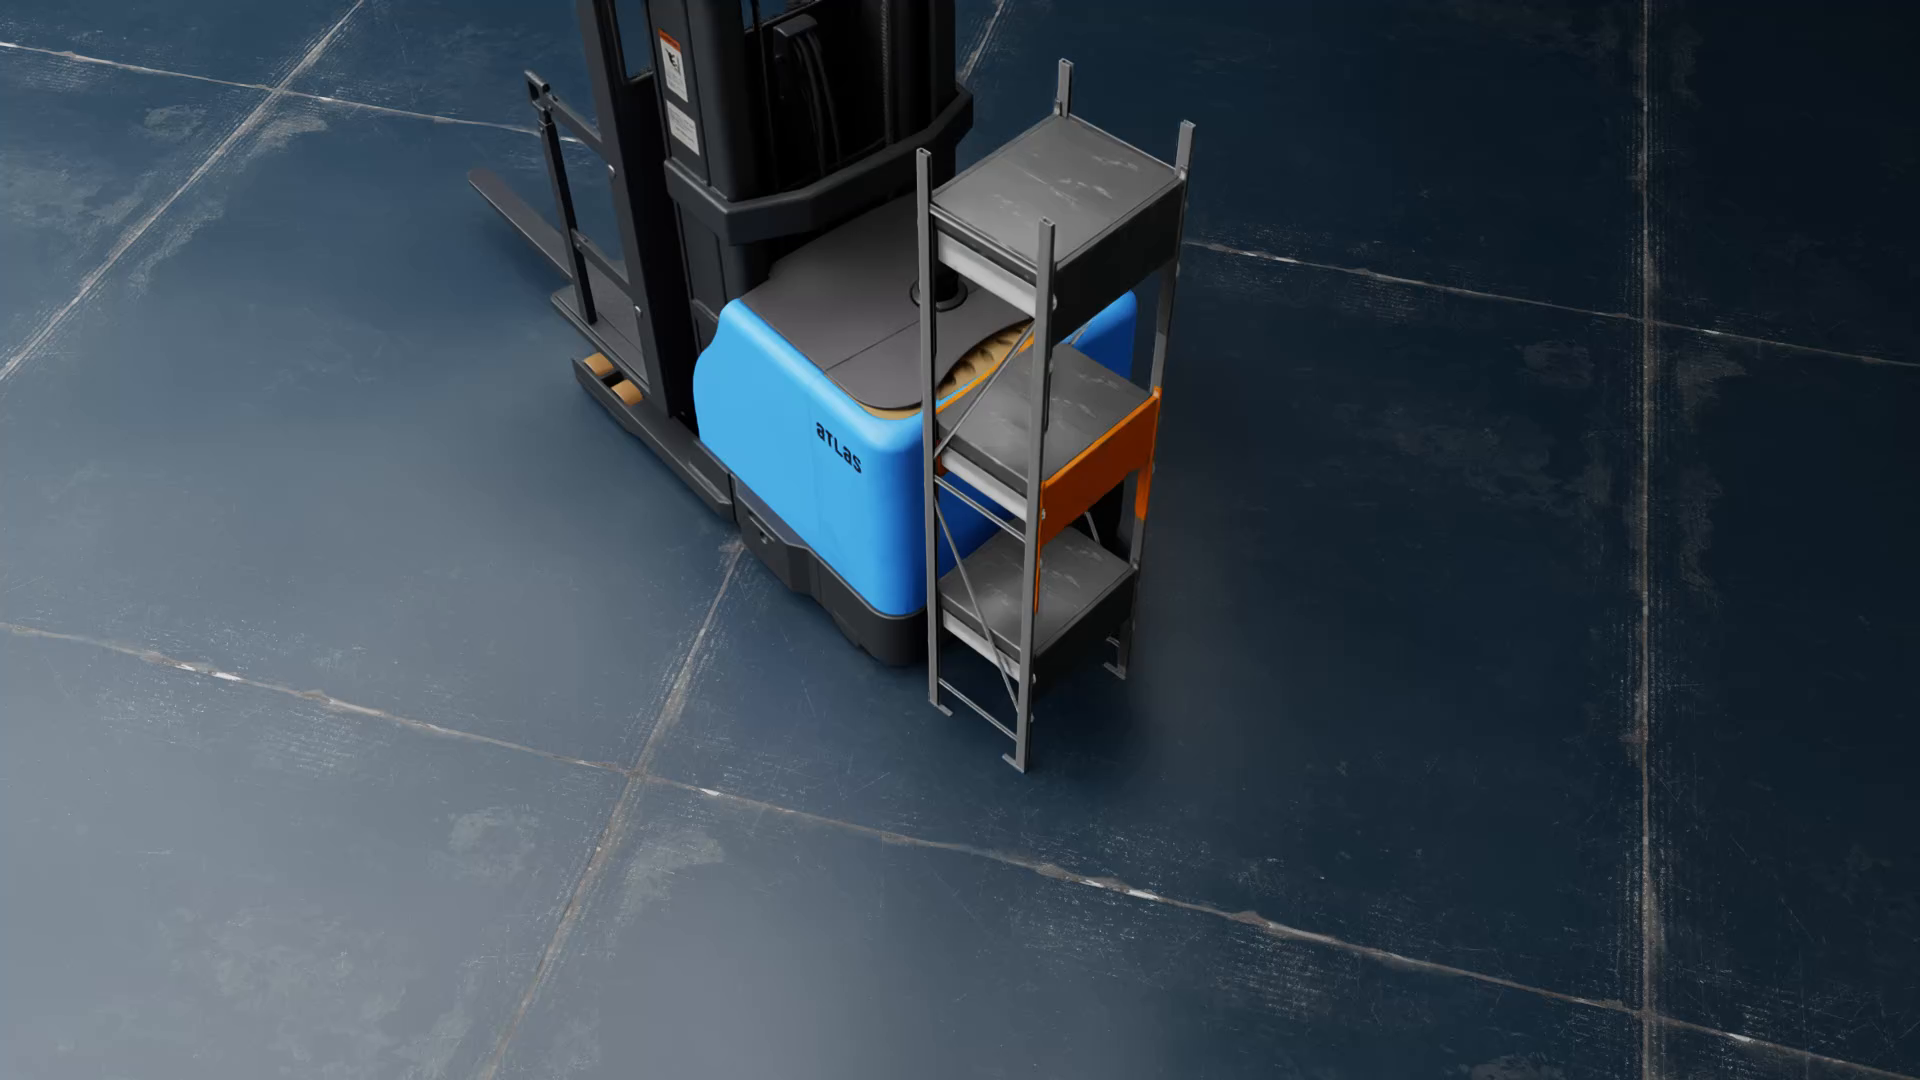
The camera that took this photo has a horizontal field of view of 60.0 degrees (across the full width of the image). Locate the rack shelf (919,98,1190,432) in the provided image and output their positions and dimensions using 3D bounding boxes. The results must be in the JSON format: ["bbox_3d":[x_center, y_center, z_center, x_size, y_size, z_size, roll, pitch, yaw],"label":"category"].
[{"bbox_3d":[0.220,-0.667,4.023,0.431,0.518,0.480,35,57,27],"label":"rack shelf"}]

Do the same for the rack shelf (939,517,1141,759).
[{"bbox_3d":[0.221,0.258,5.073,0.431,0.518,0.480,35,57,27],"label":"rack shelf"}]

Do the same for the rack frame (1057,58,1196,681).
[{"bbox_3d":[0.387,-0.347,4.655,0.400,2.100,0.015,35,57,27],"label":"rack frame"}]

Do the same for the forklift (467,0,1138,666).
[{"bbox_3d":[-0.780,-1.609,5.216,1.130,2.935,3.031,-32,56,-25],"label":"forklift"}]

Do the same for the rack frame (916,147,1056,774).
[{"bbox_3d":[0.054,-0.080,4.420,0.400,2.100,0.015,35,57,27],"label":"rack frame"}]

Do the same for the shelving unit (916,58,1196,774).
[{"bbox_3d":[0.221,-0.214,4.538,0.431,2.100,0.503,35,57,27],"label":"shelving unit"}]

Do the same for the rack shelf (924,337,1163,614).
[{"bbox_3d":[0.221,-0.204,4.548,0.431,0.518,0.480,35,57,27],"label":"rack shelf"}]
